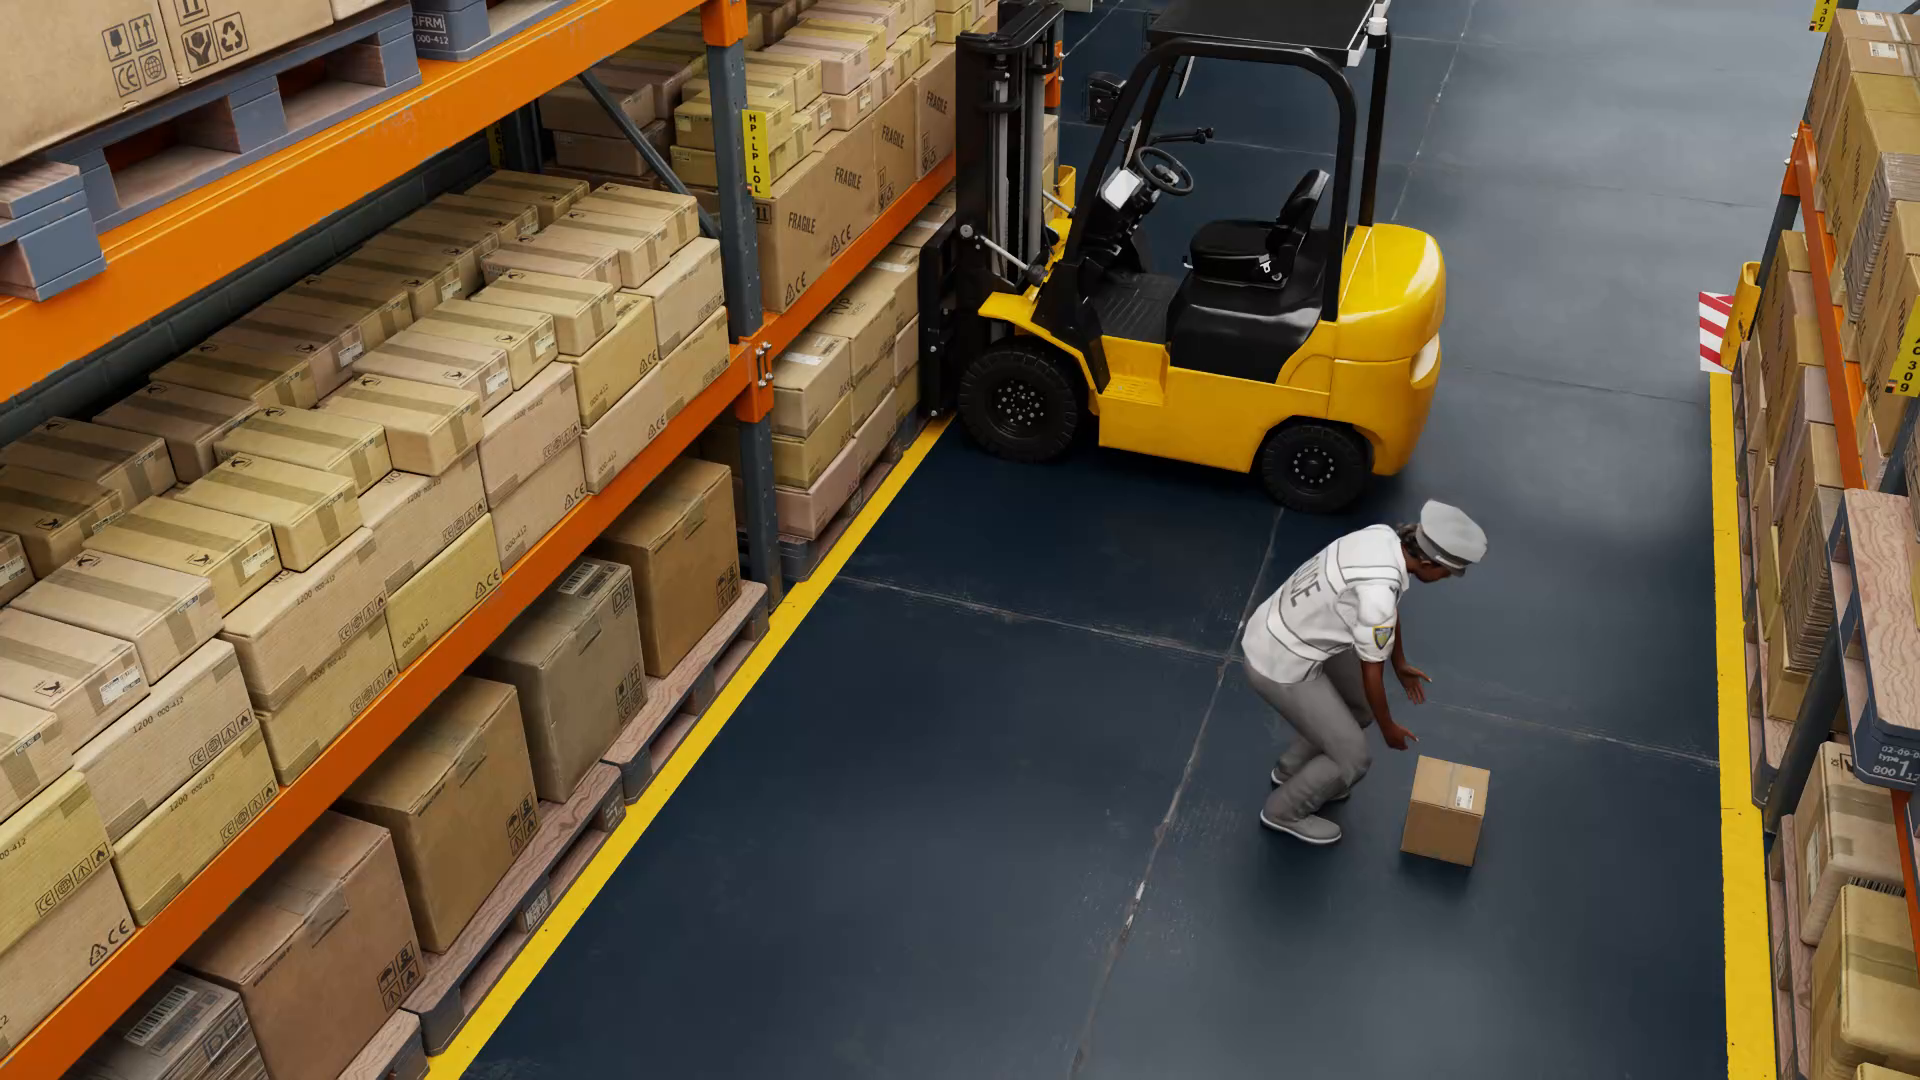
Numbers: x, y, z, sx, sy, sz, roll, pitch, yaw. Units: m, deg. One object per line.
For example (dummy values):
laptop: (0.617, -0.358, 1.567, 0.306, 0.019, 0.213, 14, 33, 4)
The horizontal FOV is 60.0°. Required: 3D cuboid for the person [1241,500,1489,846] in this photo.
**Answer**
person: (1.359, 0.433, 5.795, 0.741, 1.331, 0.496, 11, 35, 17)
